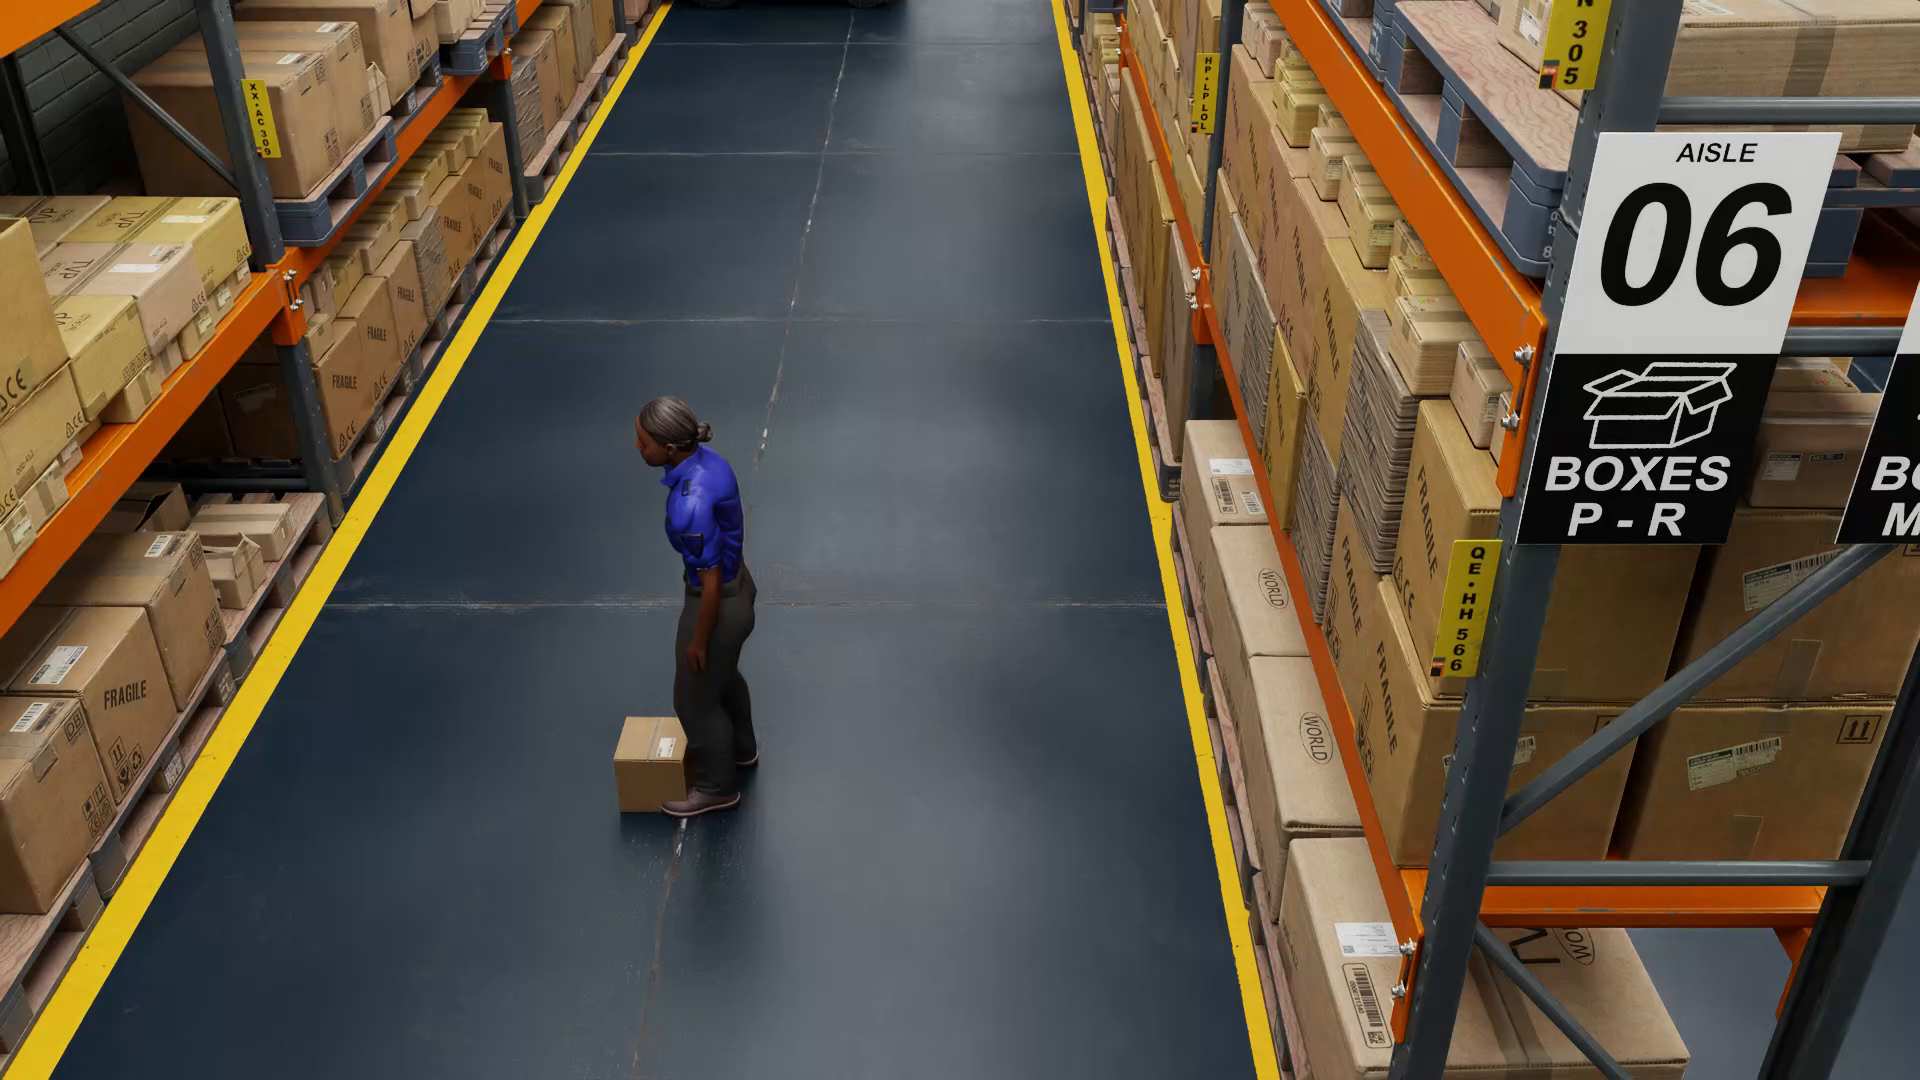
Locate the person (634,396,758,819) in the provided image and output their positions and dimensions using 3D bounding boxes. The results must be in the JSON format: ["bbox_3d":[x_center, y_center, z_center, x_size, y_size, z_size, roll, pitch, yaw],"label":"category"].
[{"bbox_3d":[-0.909,0.227,5.773,0.403,1.653,0.530,-2,32,-3],"label":"person"}]
